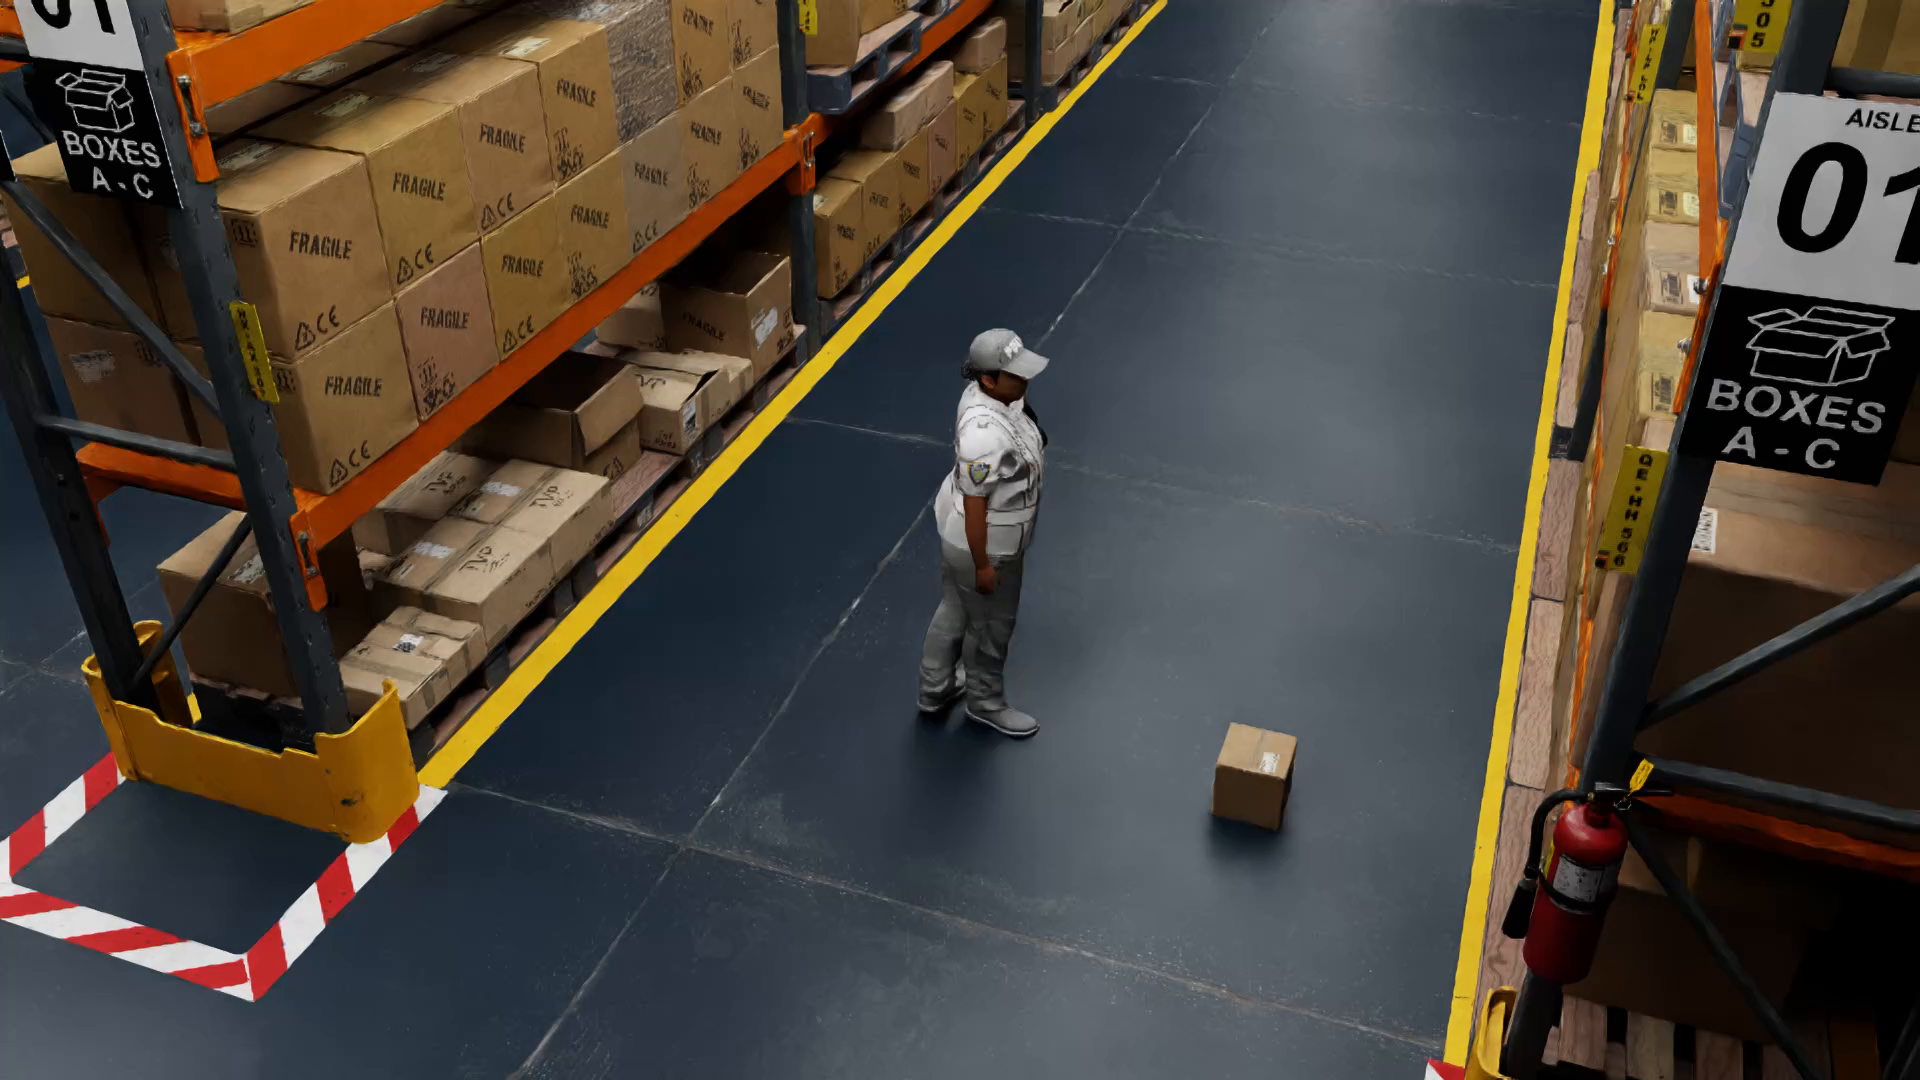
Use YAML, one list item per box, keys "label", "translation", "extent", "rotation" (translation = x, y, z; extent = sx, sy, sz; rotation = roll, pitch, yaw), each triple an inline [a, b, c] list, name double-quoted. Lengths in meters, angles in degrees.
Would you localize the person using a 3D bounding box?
- label: "person"
  translation: [0.081, -0.022, 6.169]
  extent: [0.500, 1.671, 0.481]
  rotation: [-2, 34, -4]
